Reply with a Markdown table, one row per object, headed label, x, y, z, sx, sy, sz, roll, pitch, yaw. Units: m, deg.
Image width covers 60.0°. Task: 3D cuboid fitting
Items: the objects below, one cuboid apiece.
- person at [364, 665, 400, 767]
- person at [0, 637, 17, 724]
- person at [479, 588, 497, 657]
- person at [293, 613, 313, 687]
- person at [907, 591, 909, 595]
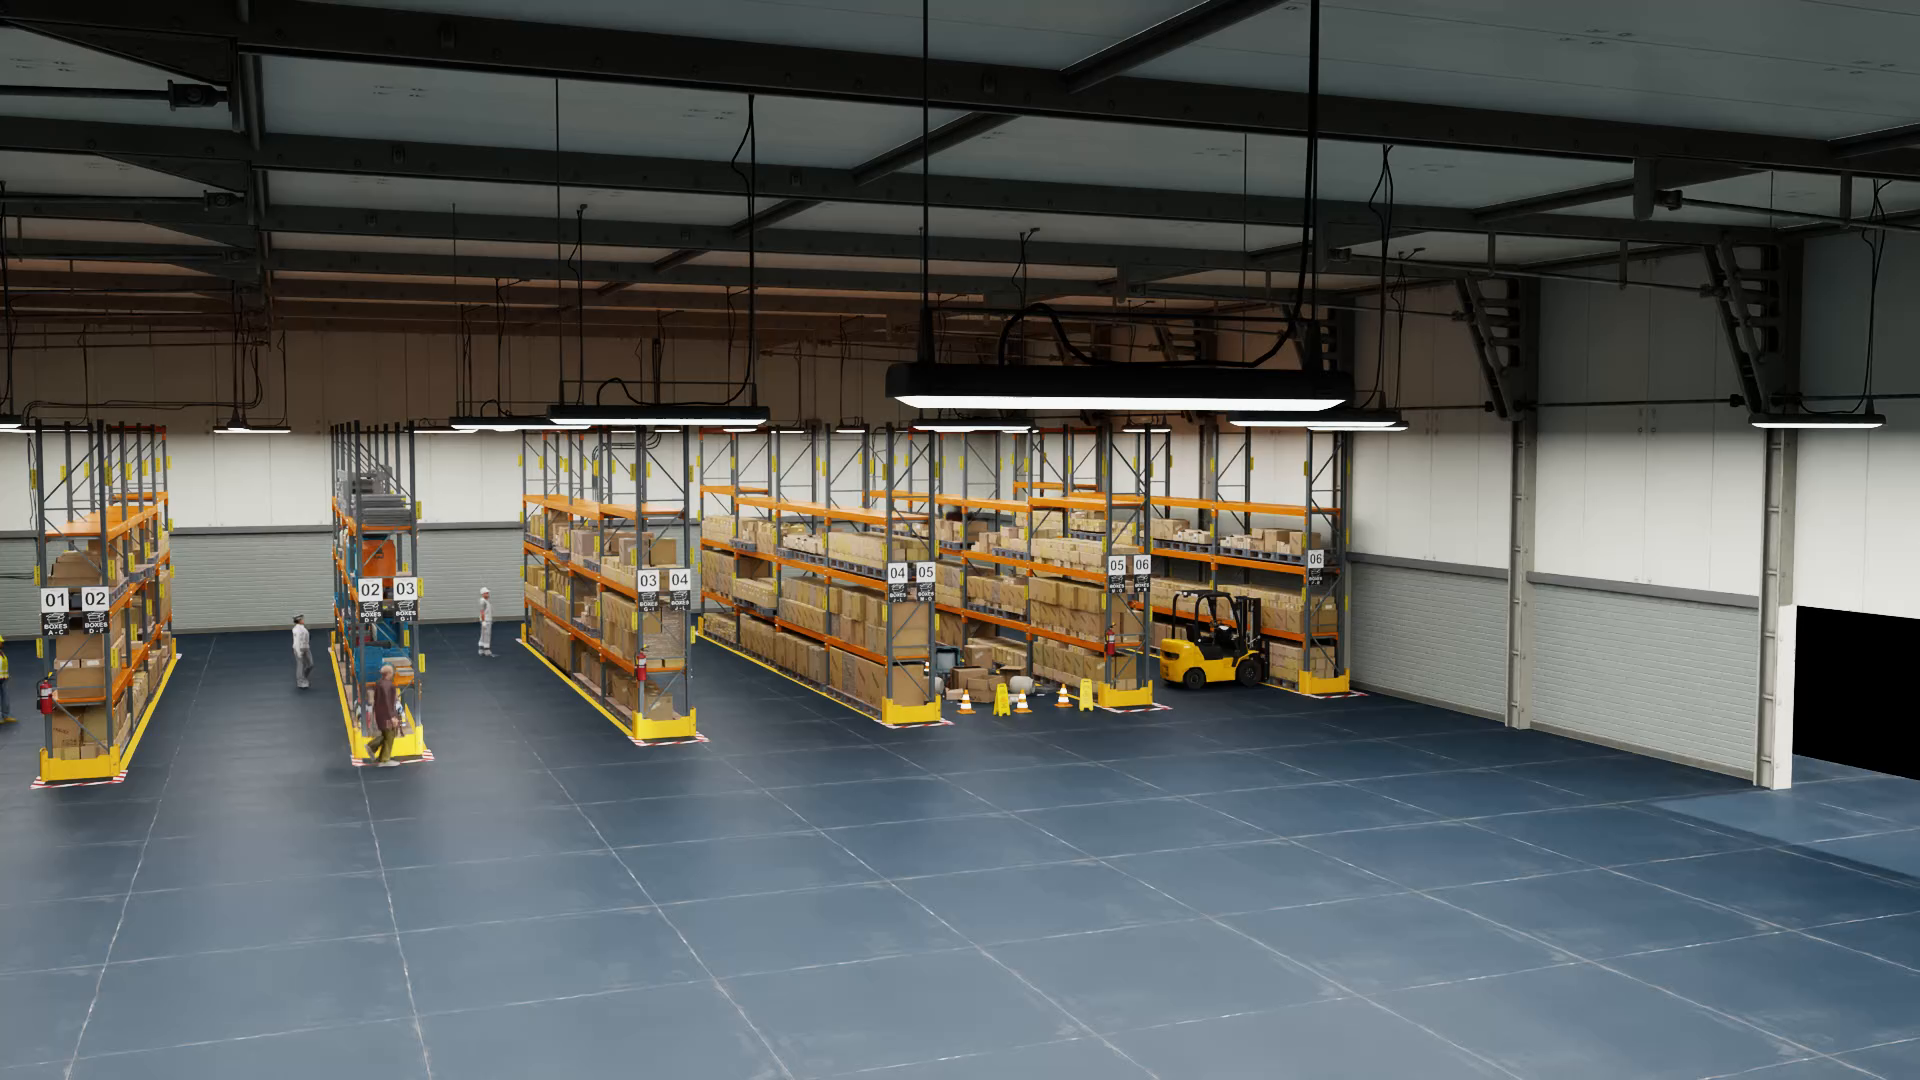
| label | x | y | z | sx | sy | sz | roll | pitch | yaw |
| --- | --- | --- | --- | --- | --- | --- | --- | --- | --- |
| person | -9.984 | 3.033 | 28.670 | 0.611 | 1.759 | 0.609 | -1 | 4 | -16 |
| person | -19.140 | 2.779 | 33.100 | 0.429 | 1.769 | 0.633 | 1 | 4 | 11 |
| person | -12.280 | 2.129 | 43.200 | 0.448 | 1.796 | 0.569 | -1 | 4 | -20 |
| person | -15.052 | 2.517 | 38.045 | 0.412 | 1.693 | 0.529 | 1 | 4 | 19 |
| person | -1.386 | 2.101 | 42.825 | 0.588 | 1.595 | 0.447 | -1 | 4 | -20 |
